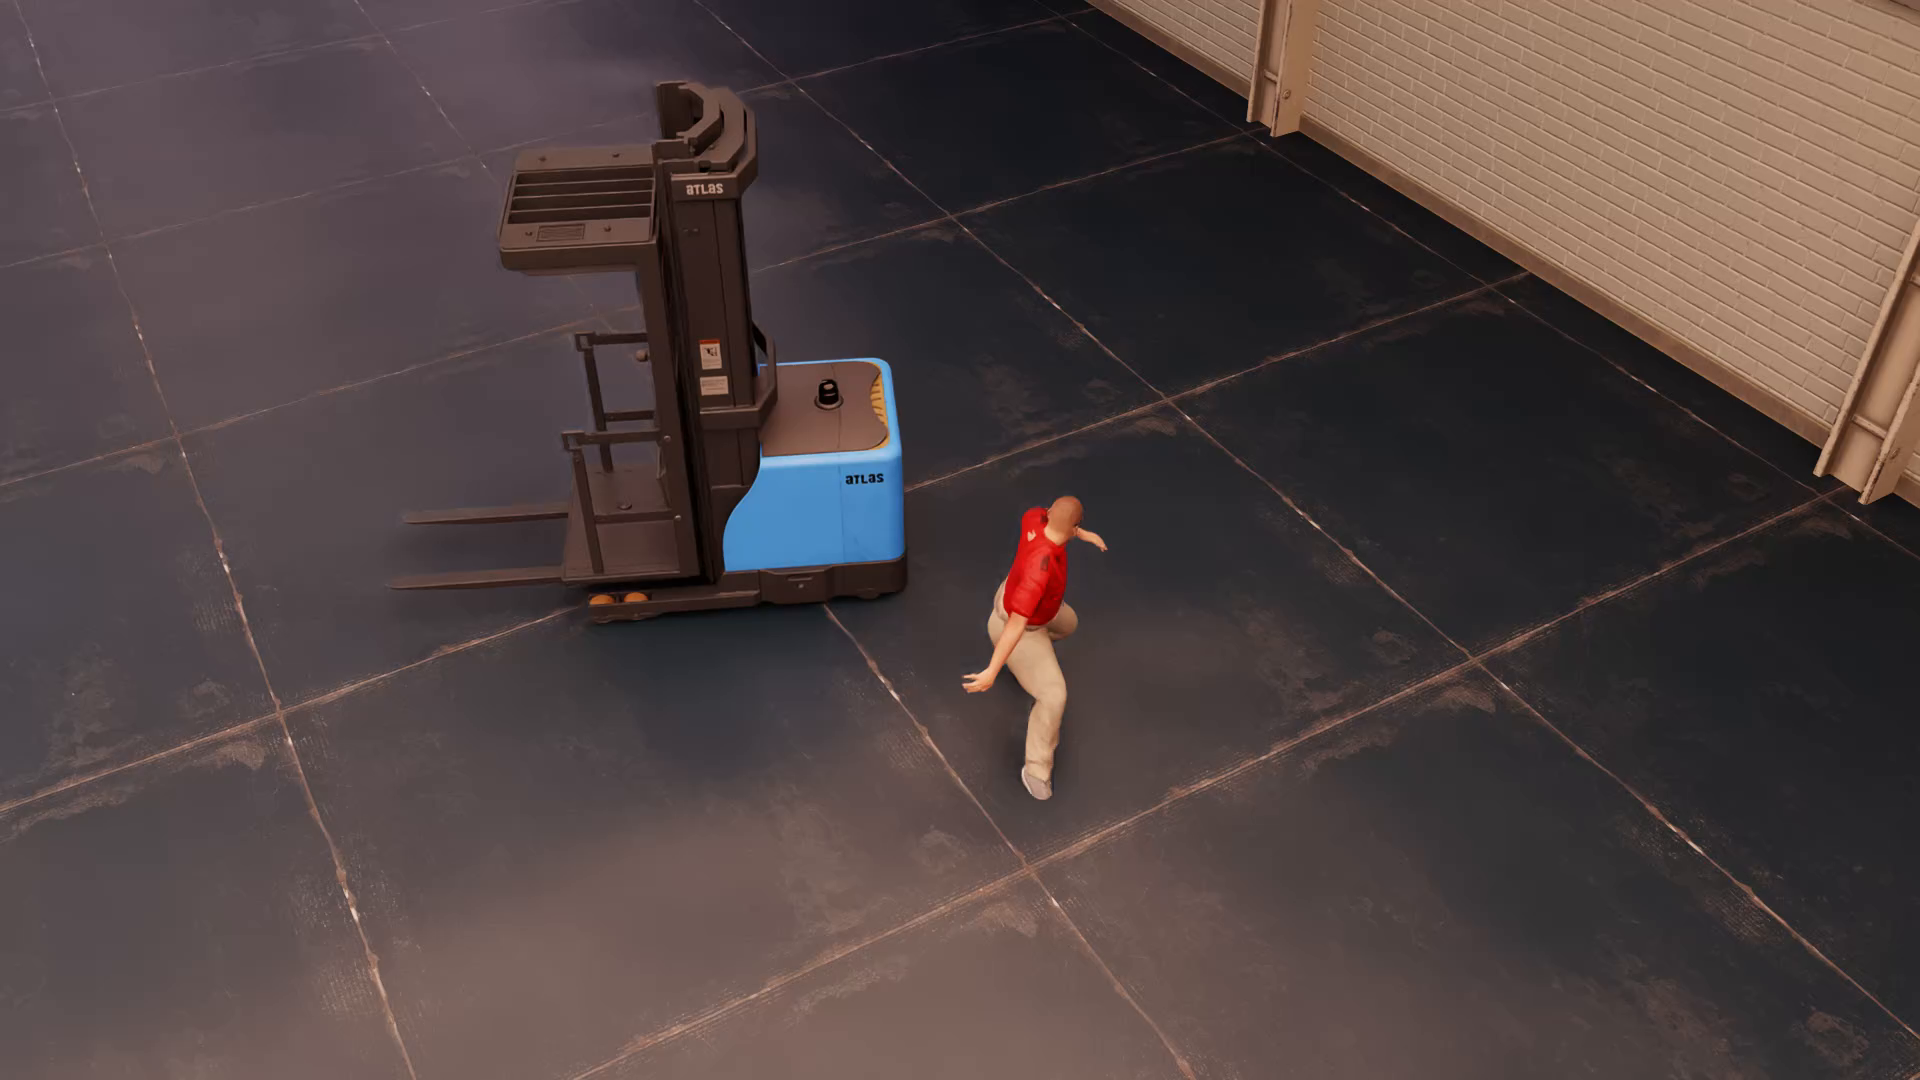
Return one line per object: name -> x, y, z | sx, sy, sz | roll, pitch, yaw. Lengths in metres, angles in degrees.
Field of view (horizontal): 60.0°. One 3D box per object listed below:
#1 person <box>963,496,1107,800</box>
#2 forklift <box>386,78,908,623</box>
person -> 0.399, 0.513, 8.654 | 0.578, 1.623, 1.109 | 7, 40, 9
forklift -> -1.864, -0.999, 9.241 | 3.031, 2.935, 1.130 | -4, 40, -5
